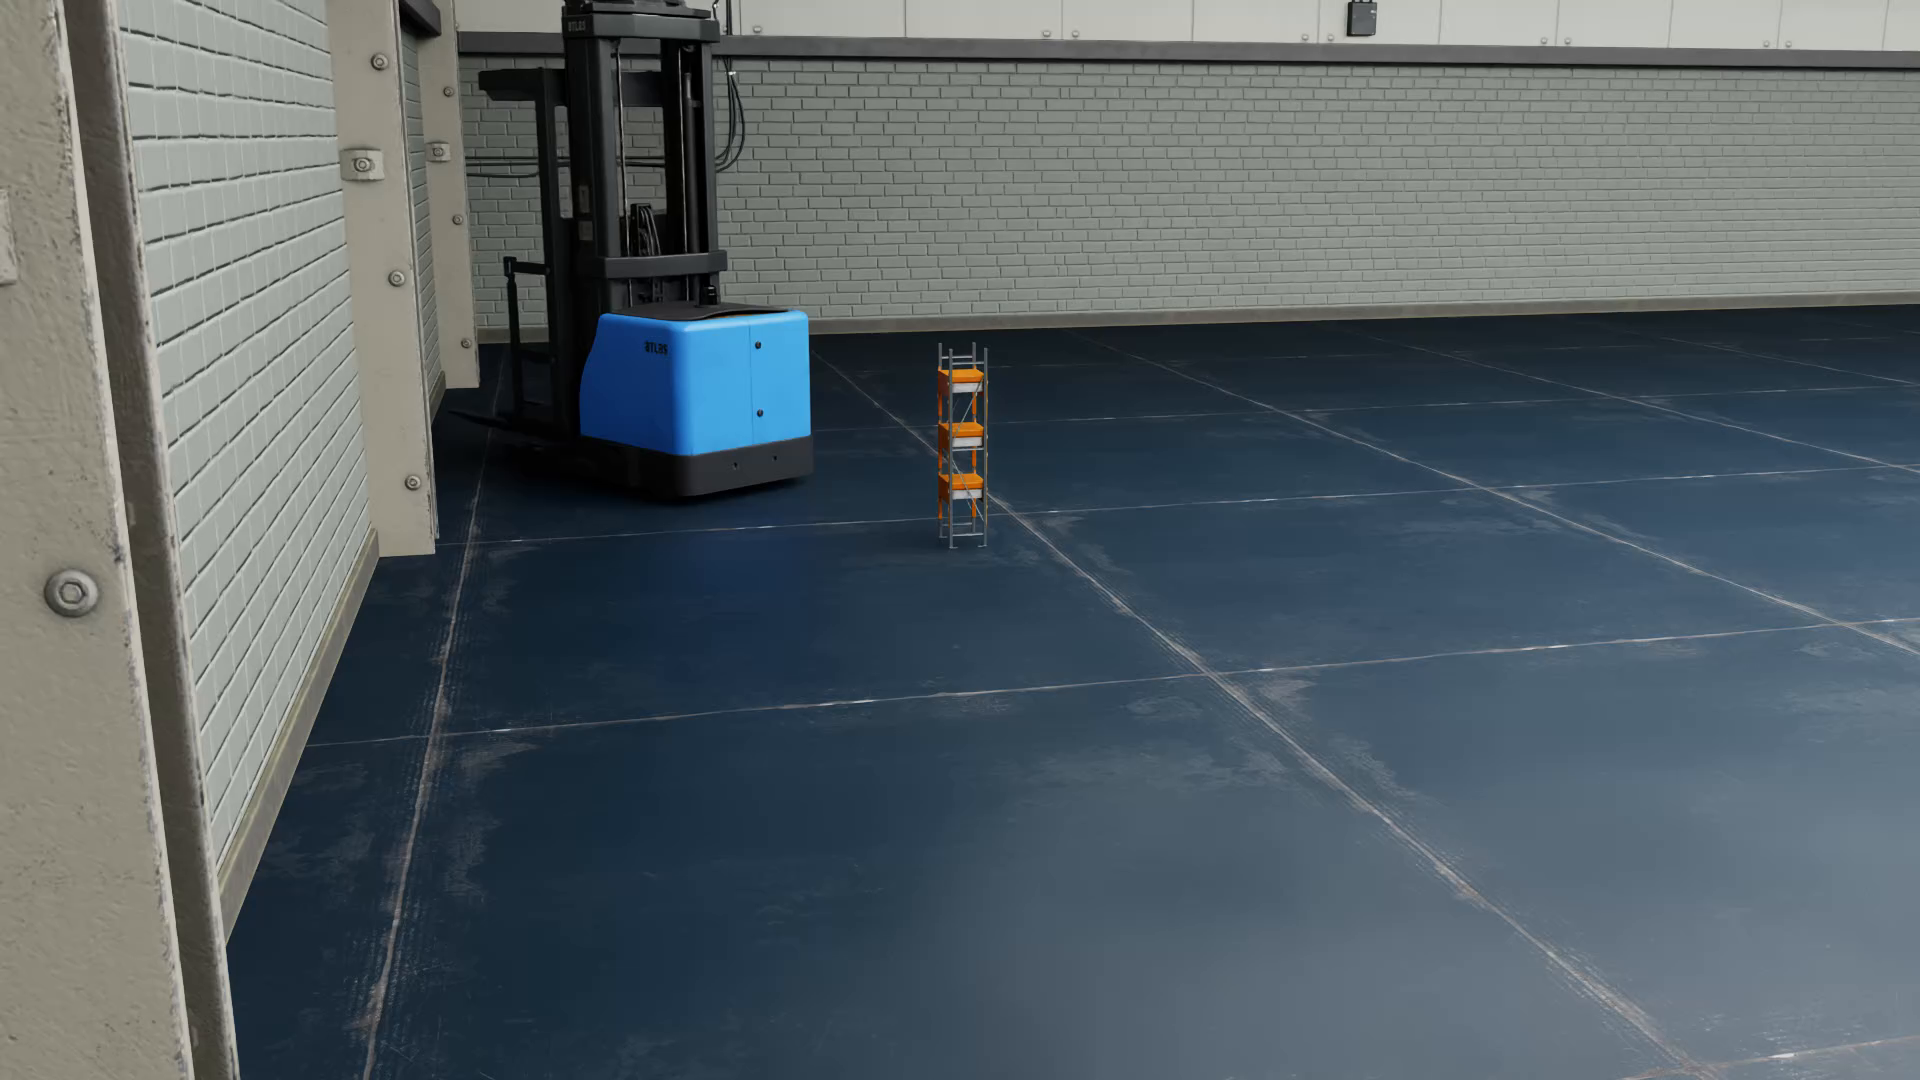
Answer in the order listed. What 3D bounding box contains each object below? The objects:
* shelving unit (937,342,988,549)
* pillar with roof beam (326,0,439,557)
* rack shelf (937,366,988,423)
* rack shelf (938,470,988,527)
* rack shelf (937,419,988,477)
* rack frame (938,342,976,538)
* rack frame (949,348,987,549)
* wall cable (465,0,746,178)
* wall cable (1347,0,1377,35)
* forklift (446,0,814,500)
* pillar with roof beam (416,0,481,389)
[{"bbox_3d":[0.013,-0.498,8.752,0.215,1.050,0.252,-3,14,-13],"label":"shelving unit"},{"bbox_3d":[1.260,-4.577,8.699,9.100,9.000,0.400,-3,14,-13],"label":"pillar with roof beam"},{"bbox_3d":[0.013,-0.763,8.687,0.215,0.259,0.240,-3,14,-13],"label":"rack shelf"},{"bbox_3d":[0.013,-0.217,8.820,0.215,0.259,0.240,-3,14,-13],"label":"rack shelf"},{"bbox_3d":[0.013,-0.487,8.754,0.215,0.259,0.240,-3,14,-13],"label":"rack shelf"},{"bbox_3d":[-0.016,-0.526,8.867,0.200,1.050,0.008,-3,14,-13],"label":"rack frame"},{"bbox_3d":[0.041,-0.470,8.637,0.200,1.050,0.008,-3,14,-13],"label":"rack frame"},{"bbox_3d":[-3.741,-4.966,16.834,3.097,2.526,0.112,-3,14,-13],"label":"wall cable"},{"bbox_3d":[5.491,-8.652,18.213,2.305,6.003,0.169,-3,14,-13],"label":"wall cable"},{"bbox_3d":[-2.316,-1.935,10.673,3.031,2.935,1.130,13,19,42],"label":"forklift"},{"bbox_3d":[-0.150,-5.961,14.365,9.100,9.000,0.400,-3,14,-13],"label":"pillar with roof beam"}]
